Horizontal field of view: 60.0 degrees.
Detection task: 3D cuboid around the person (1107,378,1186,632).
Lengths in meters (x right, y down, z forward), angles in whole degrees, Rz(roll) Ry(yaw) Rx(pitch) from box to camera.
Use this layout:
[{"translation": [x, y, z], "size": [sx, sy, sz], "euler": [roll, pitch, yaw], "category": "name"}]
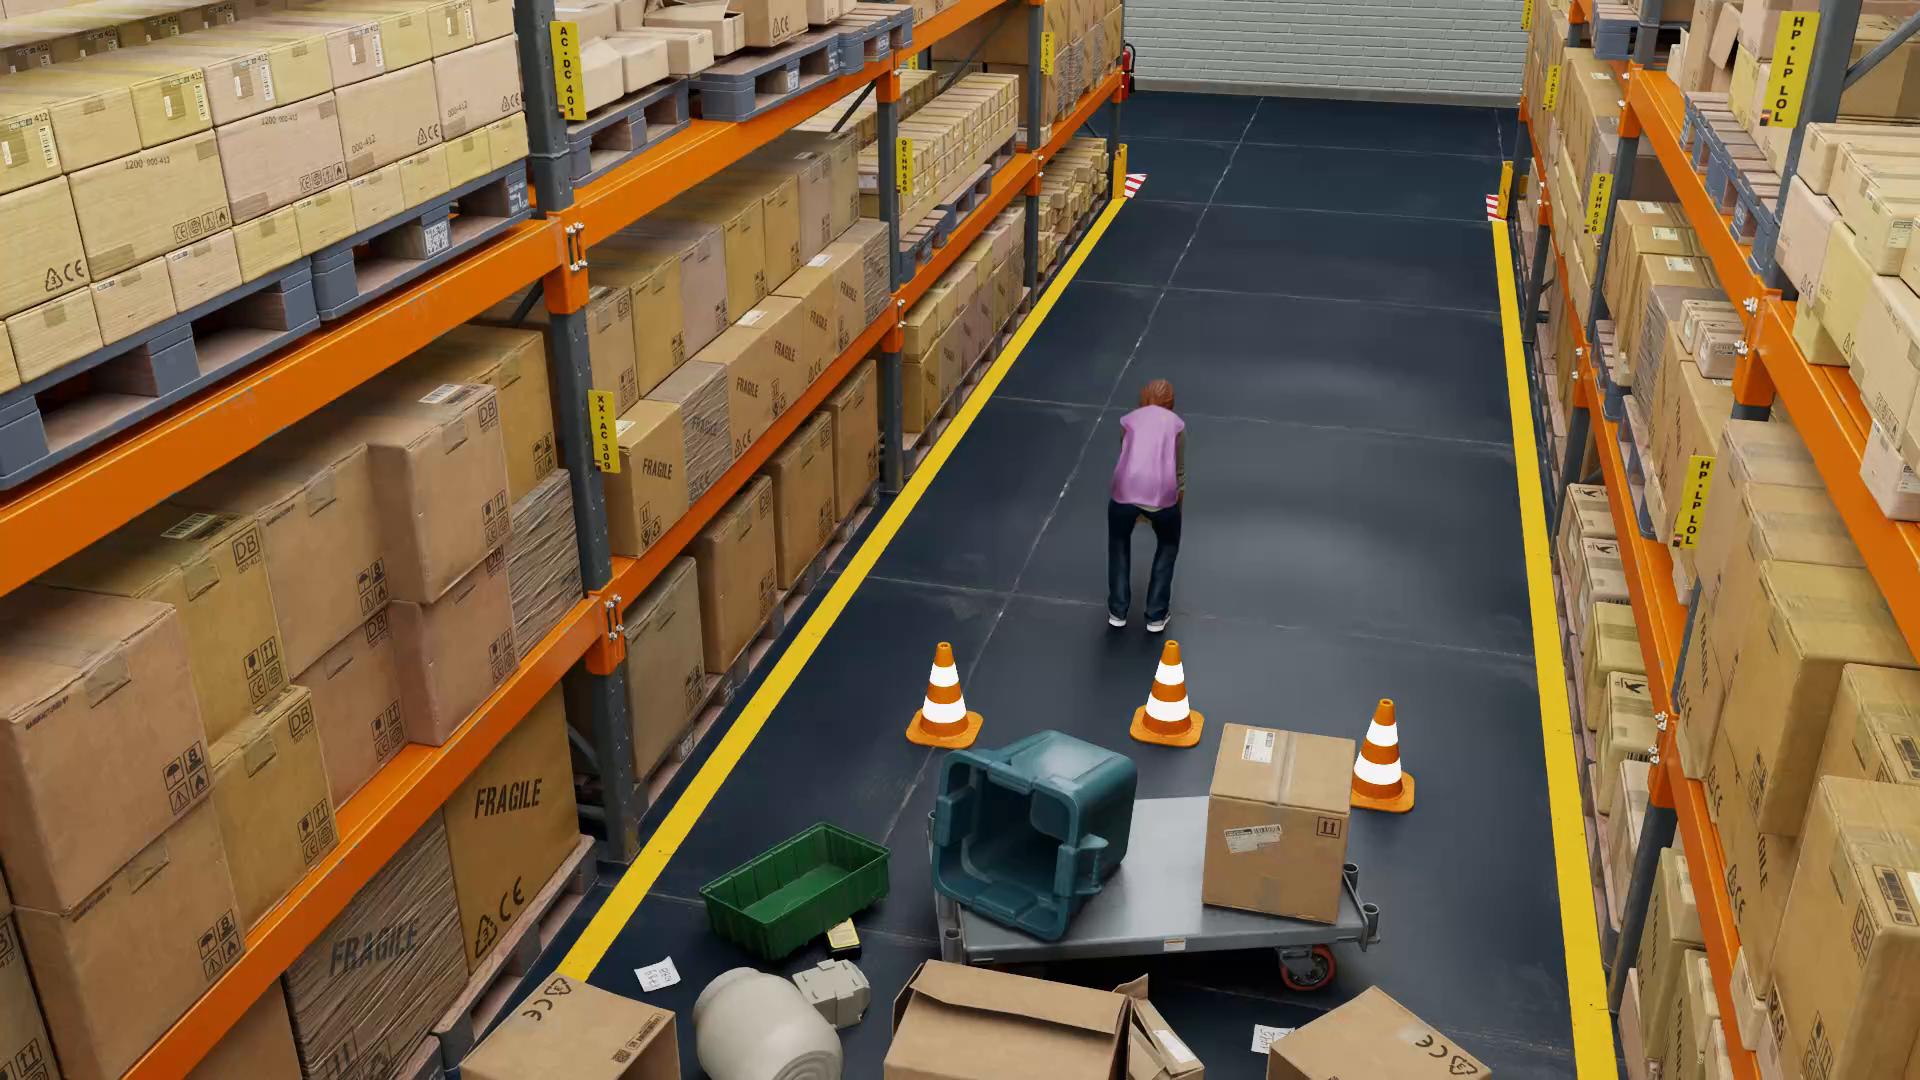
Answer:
[{"translation": [1.012, -0.183, 8.935], "size": [0.390, 1.226, 0.811], "euler": [6, 26, 11], "category": "person"}]
